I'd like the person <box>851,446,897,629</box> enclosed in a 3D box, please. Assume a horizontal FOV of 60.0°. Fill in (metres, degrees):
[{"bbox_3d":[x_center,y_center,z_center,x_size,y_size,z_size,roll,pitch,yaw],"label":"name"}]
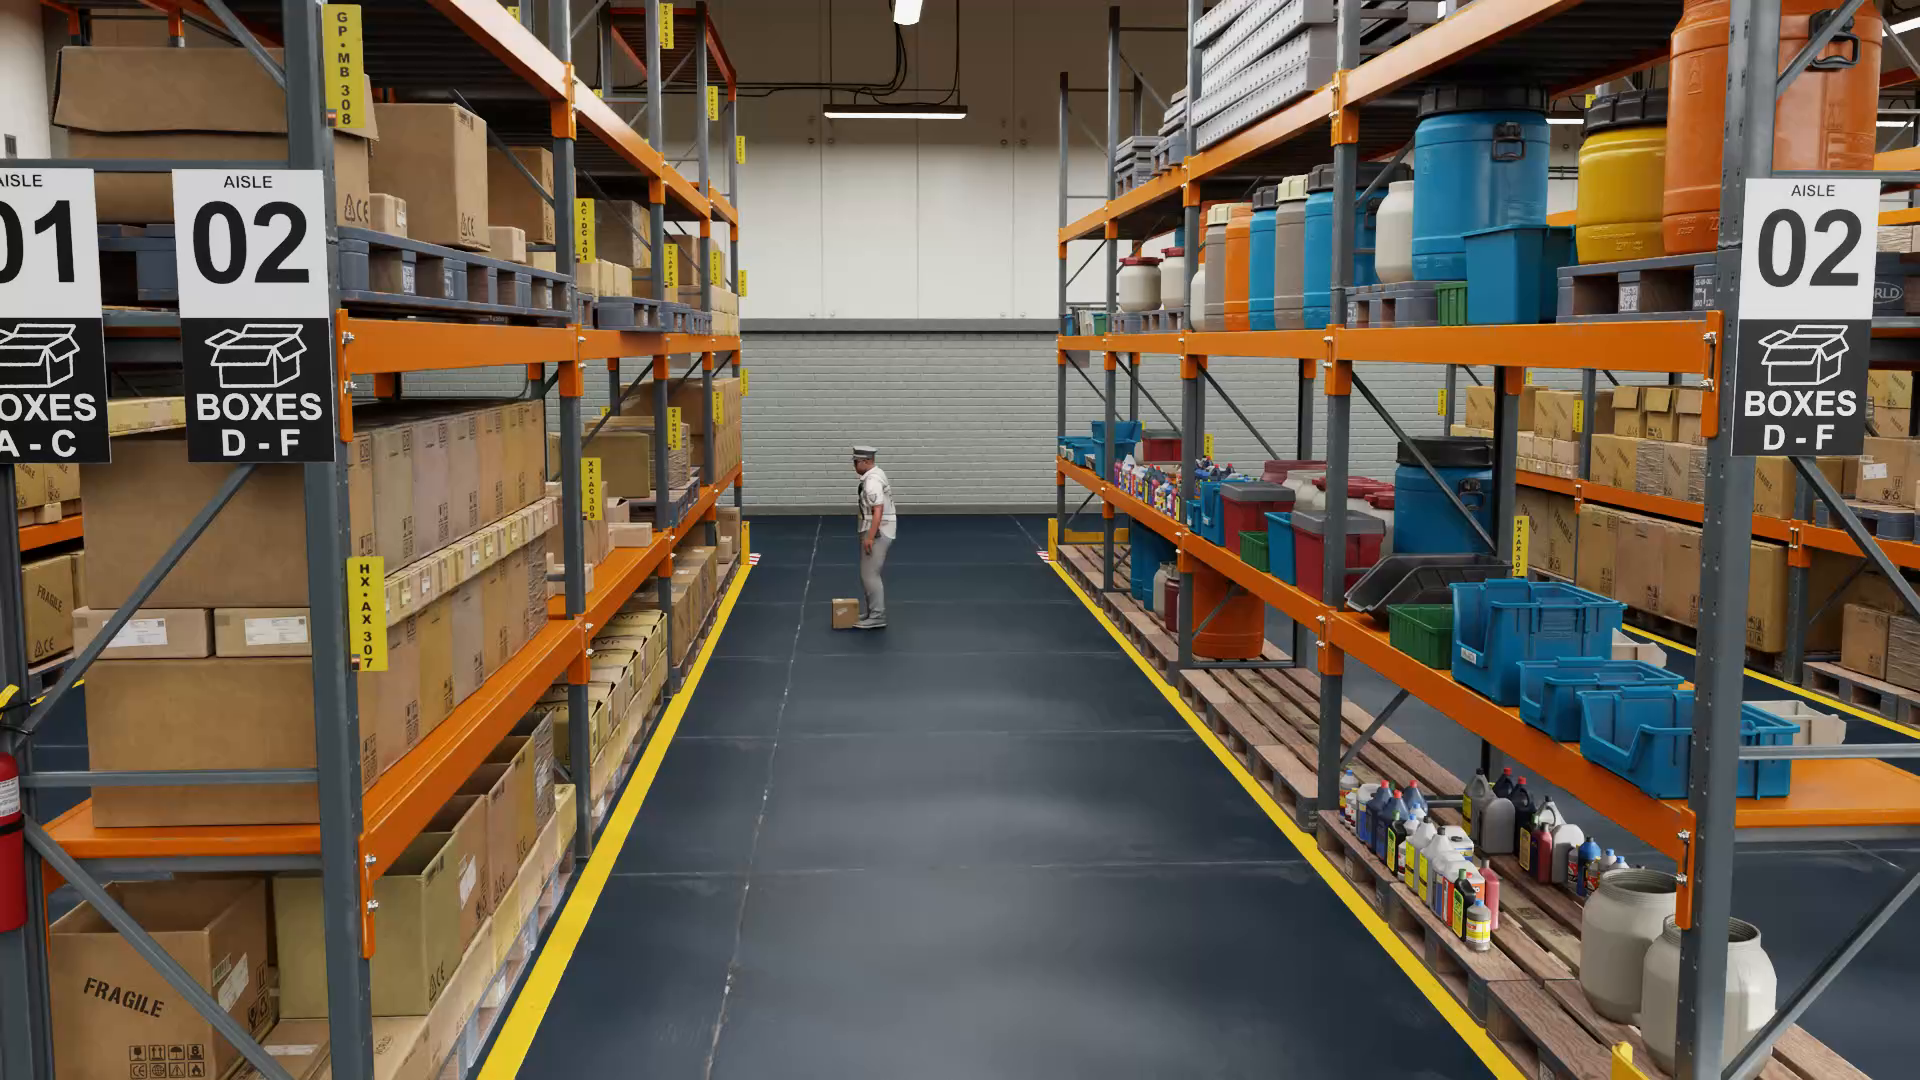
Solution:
[{"bbox_3d":[-0.833,-0.039,16.036,0.437,1.747,0.584,-1,7,-4],"label":"person"}]
